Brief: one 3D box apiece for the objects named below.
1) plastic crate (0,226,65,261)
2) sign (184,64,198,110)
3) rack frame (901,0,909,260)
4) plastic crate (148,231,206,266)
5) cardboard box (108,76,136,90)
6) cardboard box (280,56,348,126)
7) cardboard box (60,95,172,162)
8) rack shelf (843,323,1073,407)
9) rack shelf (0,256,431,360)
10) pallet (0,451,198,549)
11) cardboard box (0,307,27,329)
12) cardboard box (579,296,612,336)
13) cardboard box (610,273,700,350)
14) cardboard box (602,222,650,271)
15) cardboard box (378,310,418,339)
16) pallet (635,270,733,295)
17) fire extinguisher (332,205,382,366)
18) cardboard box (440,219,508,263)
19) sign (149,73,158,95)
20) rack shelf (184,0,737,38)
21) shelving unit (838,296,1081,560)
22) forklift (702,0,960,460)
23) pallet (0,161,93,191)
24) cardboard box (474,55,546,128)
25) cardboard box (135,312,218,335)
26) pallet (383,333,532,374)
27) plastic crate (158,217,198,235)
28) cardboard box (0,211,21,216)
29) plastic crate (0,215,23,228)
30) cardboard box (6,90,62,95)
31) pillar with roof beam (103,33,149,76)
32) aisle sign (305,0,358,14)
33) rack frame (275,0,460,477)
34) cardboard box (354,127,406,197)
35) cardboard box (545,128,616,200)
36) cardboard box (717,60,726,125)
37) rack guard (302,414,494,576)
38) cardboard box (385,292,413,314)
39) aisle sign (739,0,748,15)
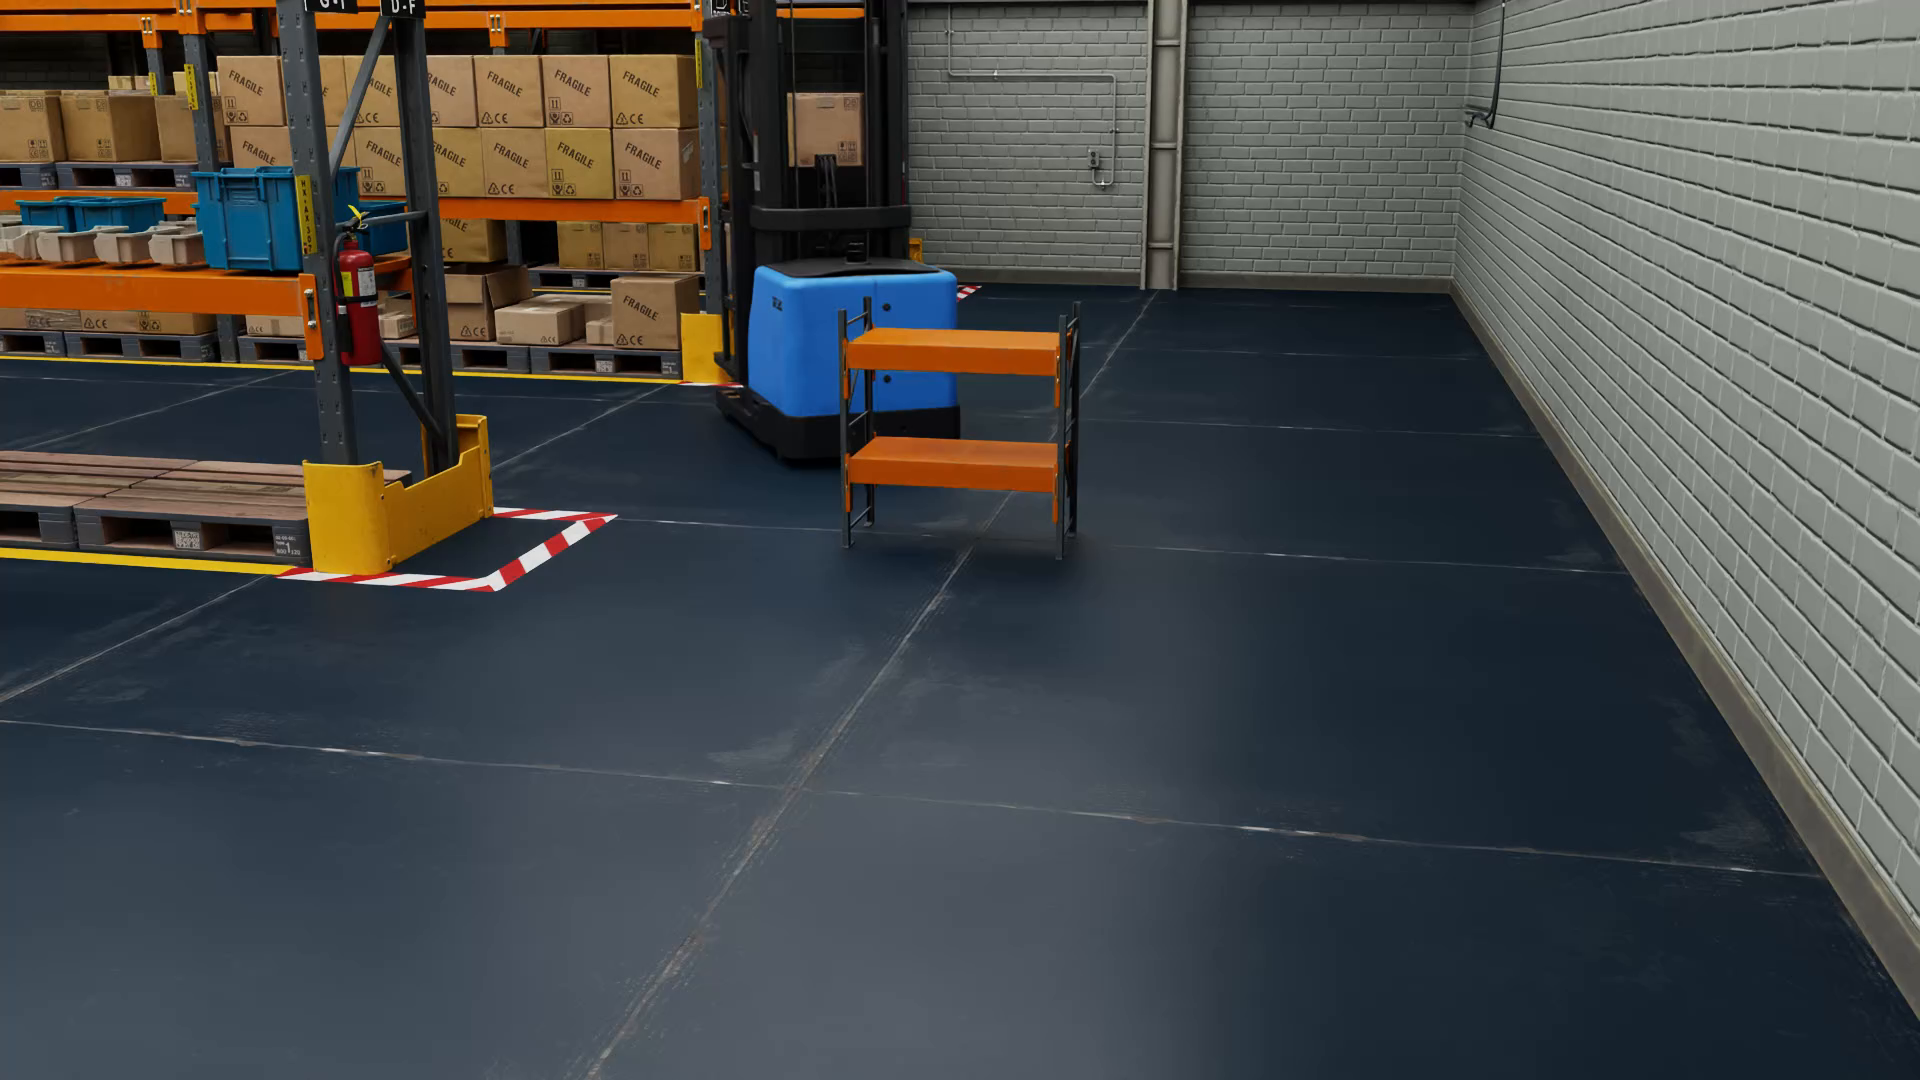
[{"bbox_3d":[-4.361,-1.380,7.735,0.250,0.136,0.298,3,16,11],"label":"plastic crate"},{"bbox_3d":[-5.709,-3.364,12.349,0.005,0.325,0.100,3,16,11],"label":"sign"},{"bbox_3d":[-0.698,-4.035,16.939,0.127,3.000,1.000,3,16,11],"label":"rack frame"},{"bbox_3d":[-3.508,-1.341,7.596,0.243,0.136,0.396,3,16,11],"label":"plastic crate"},{"bbox_3d":[-9.200,-5.057,18.403,0.250,0.149,0.380,0,15,2],"label":"cardboard box"},{"bbox_3d":[-4.690,-3.356,12.427,0.500,0.500,0.500,3,16,9],"label":"cardboard box"},{"bbox_3d":[-6.708,-3.306,13.334,0.500,0.500,0.700,6,16,20],"label":"cardboard box"},{"bbox_3d":[0.007,-0.824,7.762,1.000,0.278,0.538,3,16,11],"label":"rack shelf"},{"bbox_3d":[-4.632,-1.203,8.063,4.000,0.370,1.077,3,16,11],"label":"rack shelf"},{"bbox_3d":[-4.665,-0.219,8.387,1.213,0.211,1.003,3,16,11],"label":"pallet"},{"bbox_3d":[-7.615,-1.992,13.423,0.500,0.500,0.500,3,16,9],"label":"cardboard box"},{"bbox_3d":[-2.648,-1.755,13.037,0.500,0.250,0.500,3,16,11],"label":"cardboard box"},{"bbox_3d":[-2.264,-1.711,12.407,0.500,0.500,0.500,3,16,11],"label":"cardboard box"},{"bbox_3d":[-3.414,-3.151,17.645,0.500,0.500,0.700,3,16,11],"label":"cardboard box"},{"bbox_3d":[-4.384,-1.676,12.906,0.250,0.166,0.380,3,16,11],"label":"cardboard box"},{"bbox_3d":[-2.689,-2.779,17.628,1.213,0.211,1.003,3,16,11],"label":"pallet"},{"bbox_3d":[-2.615,-1.099,7.185,0.183,0.674,0.296,3,16,11],"label":"fire extinguisher"},{"bbox_3d":[-5.281,-3.415,17.940,0.750,0.750,0.750,3,16,12],"label":"cardboard box"},{"bbox_3d":[-8.637,-4.838,17.817,0.005,0.325,0.100,3,16,11],"label":"sign"},{"bbox_3d":[-3.642,-3.944,12.340,4.000,0.370,1.077,3,16,11],"label":"rack shelf"},{"bbox_3d":[0.007,-0.542,7.841,1.048,1.125,0.538,3,16,11],"label":"shelving unit"},{"bbox_3d":[-0.969,-2.219,10.511,1.130,2.935,3.031,-5,16,-19],"label":"forklift"},{"bbox_3d":[-7.615,-2.970,13.453,1.213,0.211,1.003,3,16,11],"label":"pallet"},{"bbox_3d":[-3.177,-3.274,12.131,0.500,0.500,0.500,4,16,13],"label":"cardboard box"},{"bbox_3d":[-6.142,-1.910,13.128,0.500,0.500,0.500,3,16,11],"label":"cardboard box"},{"bbox_3d":[-3.730,-1.507,13.036,1.213,0.211,1.003,3,16,11],"label":"pallet"},{"bbox_3d":[-3.812,-1.519,8.239,0.298,0.136,0.250,3,16,11],"label":"plastic crate"},{"bbox_3d":[-10.725,-3.594,19.205,0.500,0.500,0.700,3,16,12],"label":"cardboard box"},{"bbox_3d":[-4.826,-1.544,8.328,0.466,0.136,0.293,3,16,11],"label":"plastic crate"},{"bbox_3d":[-10.226,-4.804,18.703,0.500,0.500,0.700,3,16,11],"label":"cardboard box"},{"bbox_3d":[-10.497,-6.521,14.676,0.400,9.000,9.100,3,16,11],"label":"pillar with roof beam"},{"bbox_3d":[-2.660,-2.616,6.946,0.004,0.787,0.394,3,16,11],"label":"aisle sign"},{"bbox_3d":[-2.673,-1.443,7.583,0.127,3.000,1.000,3,16,11],"label":"rack frame"},{"bbox_3d":[-4.164,-2.848,12.466,0.500,0.500,0.500,3,16,11],"label":"cardboard box"},{"bbox_3d":[-2.684,-2.766,12.172,0.500,0.500,0.500,3,16,12],"label":"cardboard box"},{"bbox_3d":[-2.064,-3.361,12.448,0.500,0.500,0.500,4,16,13],"label":"cardboard box"},{"bbox_3d":[-2.646,-0.241,7.925,0.348,0.500,1.175,3,16,11],"label":"rack guard"},{"bbox_3d":[-4.252,-1.872,13.343,0.500,0.311,0.500,3,16,11],"label":"cardboard box"},{"bbox_3d":[-1.556,-4.065,12.178,0.004,0.787,0.394,3,16,11],"label":"aisle sign"}]
